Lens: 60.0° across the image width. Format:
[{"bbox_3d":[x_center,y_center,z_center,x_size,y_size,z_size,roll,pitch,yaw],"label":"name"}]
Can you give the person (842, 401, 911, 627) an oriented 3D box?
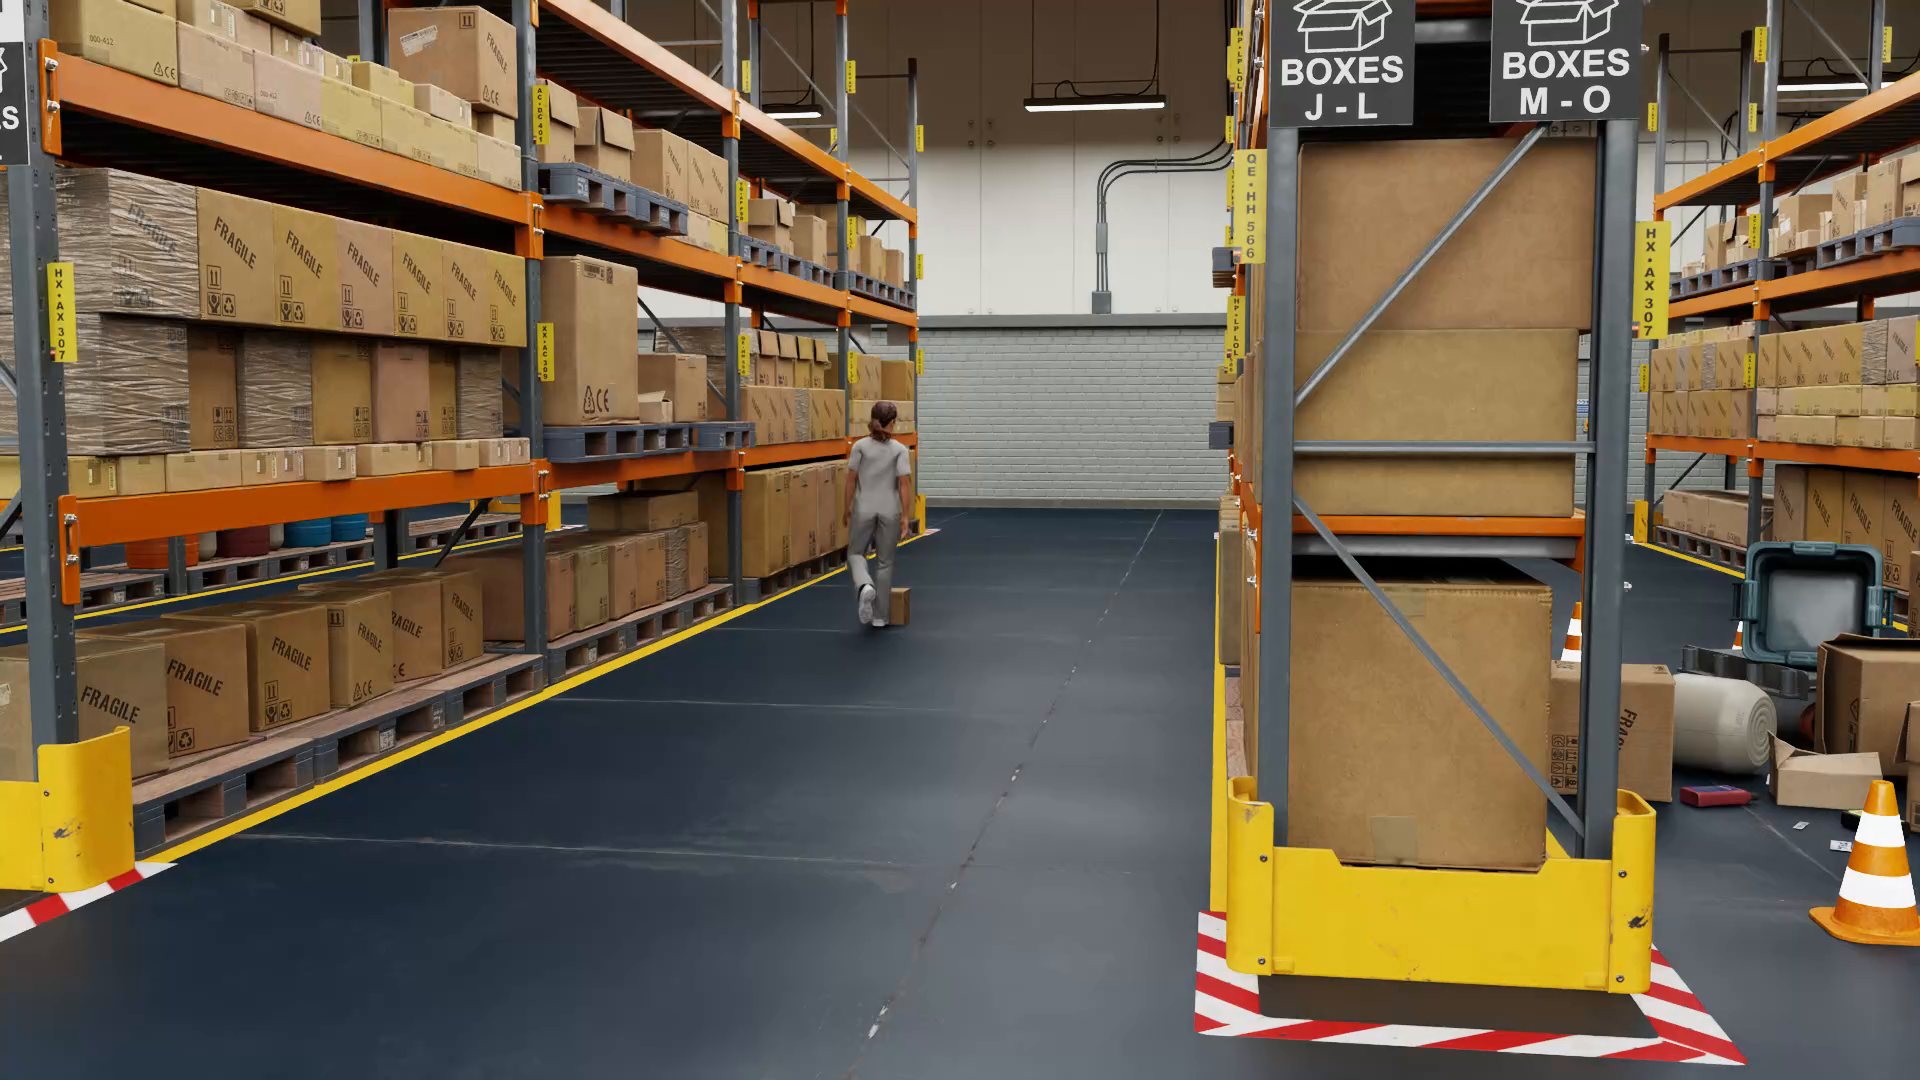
[{"bbox_3d":[-0.604,-0.180,12.081,0.506,1.657,0.692,0,5,-1],"label":"person"}]
